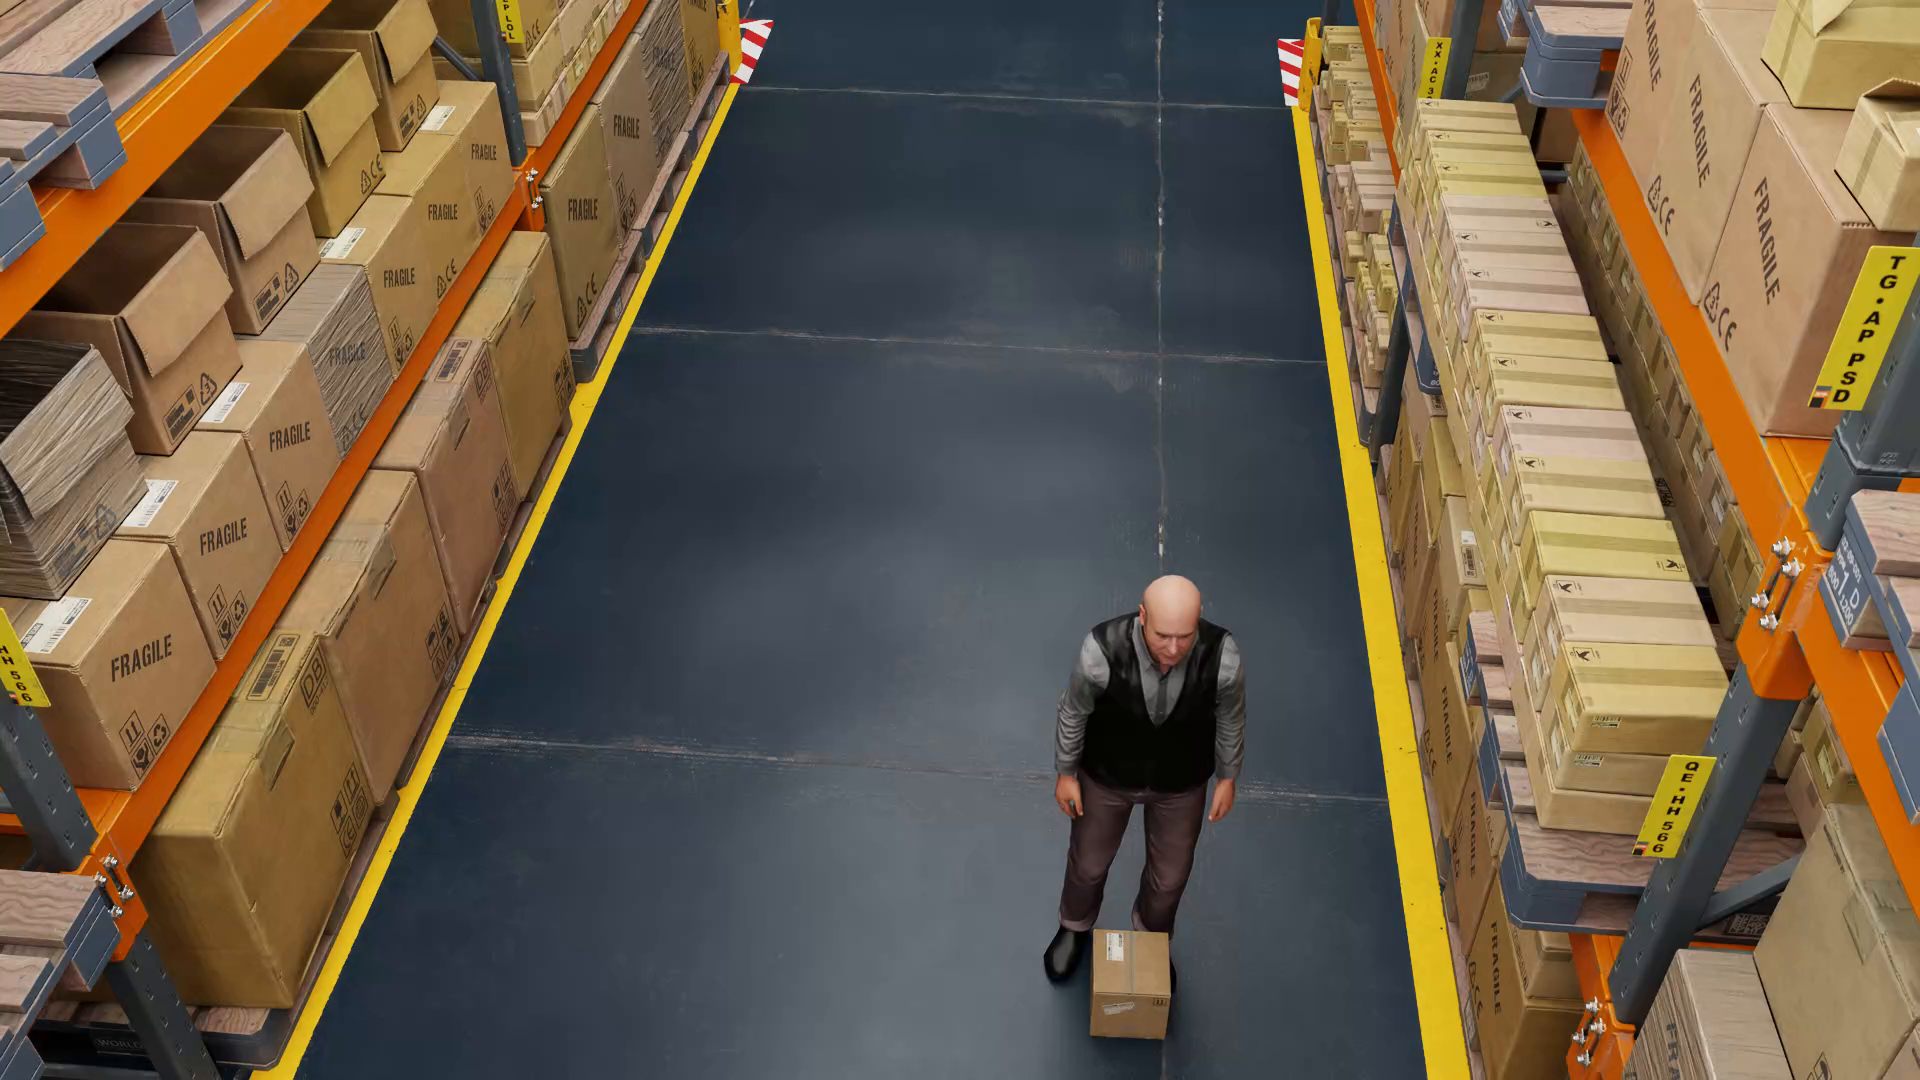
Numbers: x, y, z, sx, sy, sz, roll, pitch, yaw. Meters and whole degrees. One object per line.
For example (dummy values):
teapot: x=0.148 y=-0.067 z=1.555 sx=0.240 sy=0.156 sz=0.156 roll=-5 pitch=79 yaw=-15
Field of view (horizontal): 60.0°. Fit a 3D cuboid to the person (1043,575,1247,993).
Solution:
person: x=0.588 y=0.754 z=5.268 sx=0.592 sy=1.722 sz=0.466 roll=2 pitch=40 yaw=2
